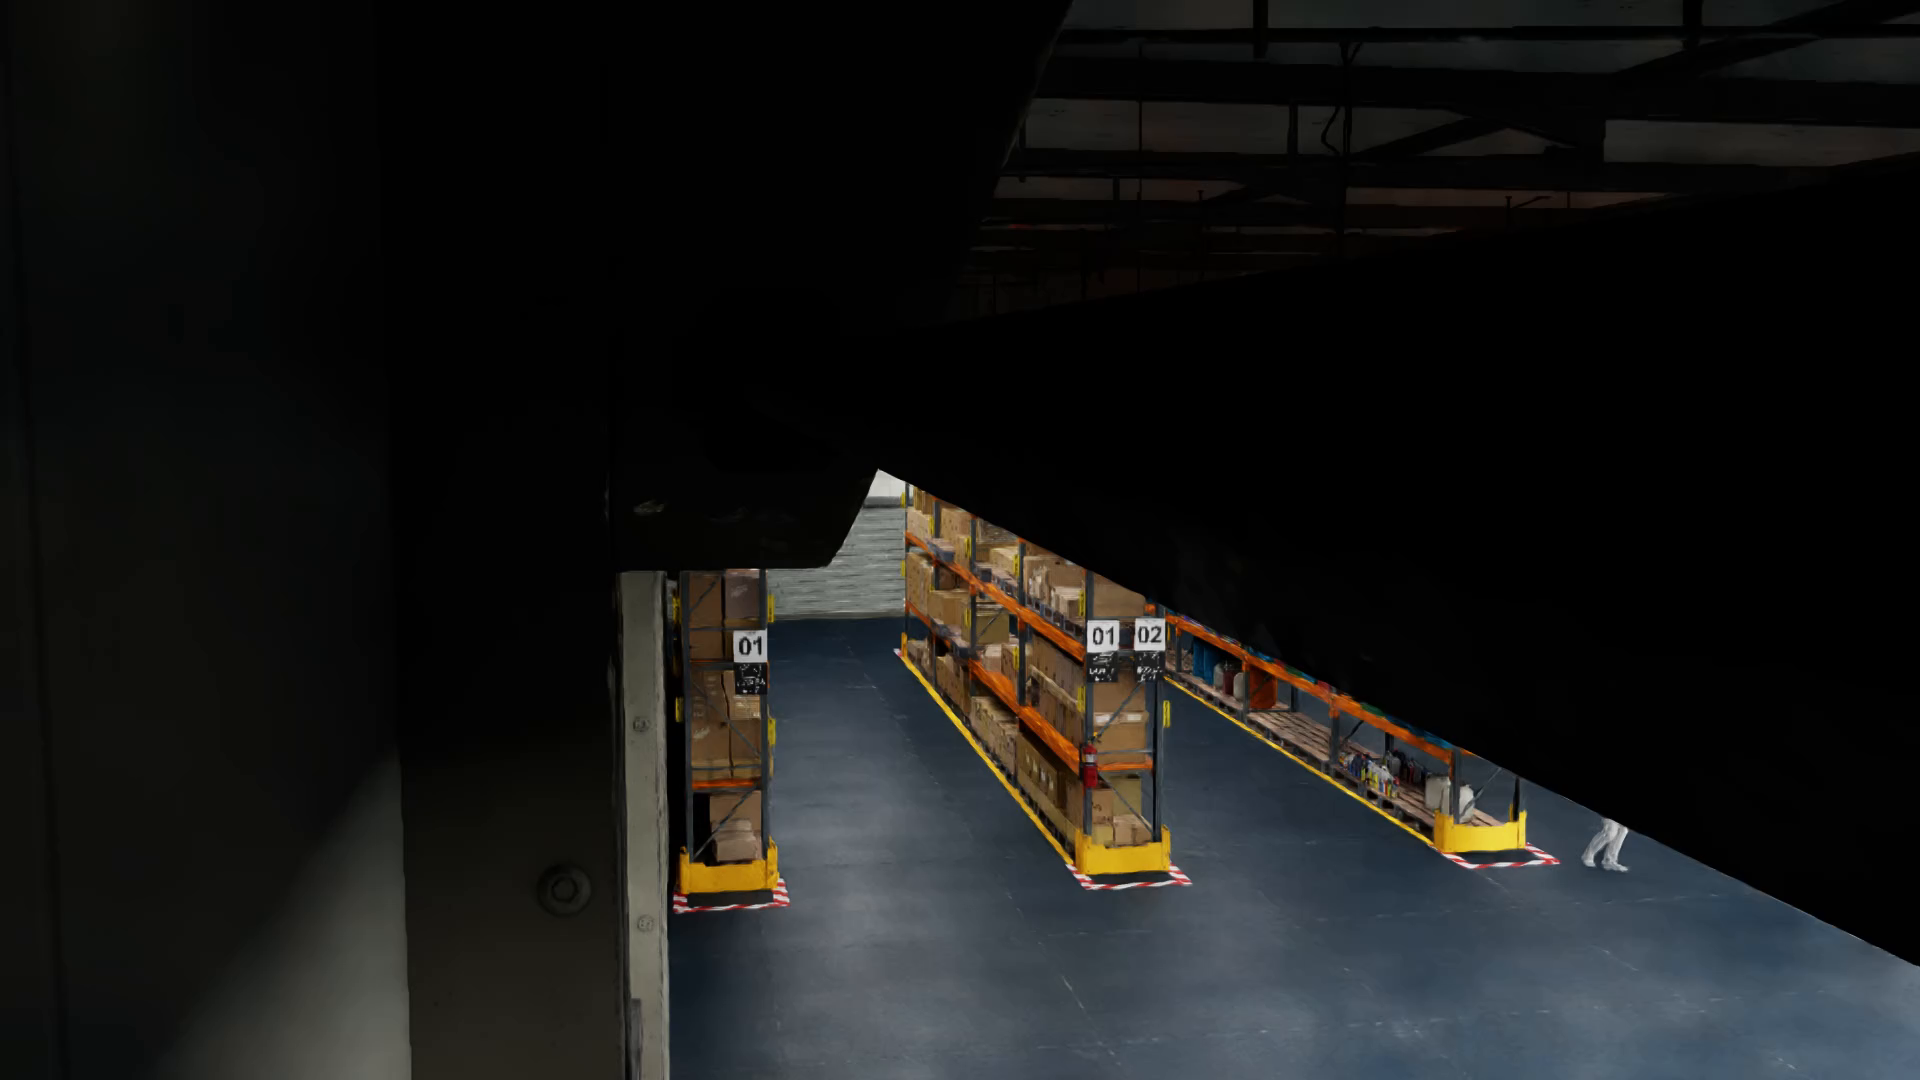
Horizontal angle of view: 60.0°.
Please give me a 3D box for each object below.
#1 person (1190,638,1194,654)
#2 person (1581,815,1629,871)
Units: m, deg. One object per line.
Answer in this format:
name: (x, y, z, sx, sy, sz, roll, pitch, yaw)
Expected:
person: (5.321, 1.762, 35.756, 0.737, 1.719, 0.885, -3, 7, -27)
person: (8.191, 3.293, 20.961, 0.578, 1.750, 0.610, 6, 8, 44)
